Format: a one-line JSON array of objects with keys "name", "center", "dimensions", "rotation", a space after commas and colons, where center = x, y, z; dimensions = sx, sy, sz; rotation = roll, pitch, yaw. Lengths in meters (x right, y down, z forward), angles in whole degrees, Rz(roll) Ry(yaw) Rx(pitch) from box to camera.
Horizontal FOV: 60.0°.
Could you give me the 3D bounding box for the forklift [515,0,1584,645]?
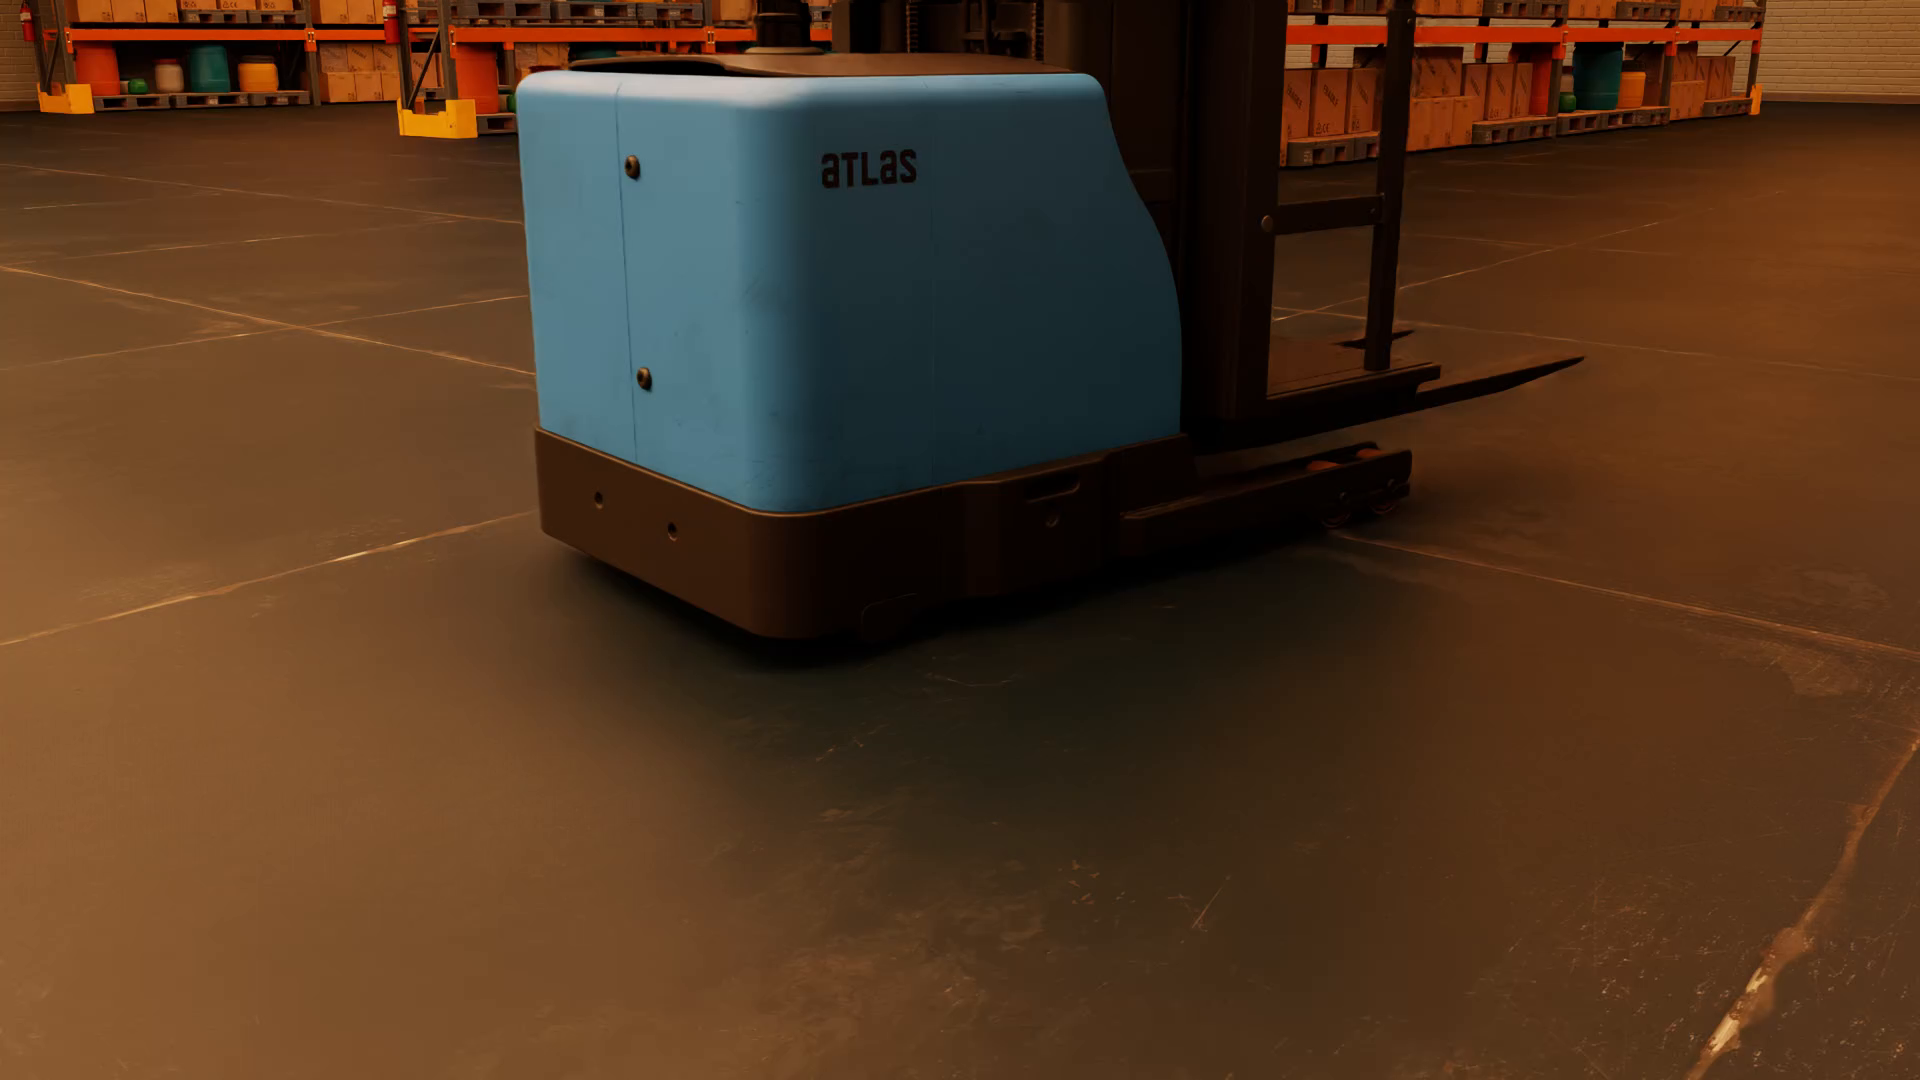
[{"name": "forklift", "center": [0.500, -1.534, 3.951], "dimensions": [3.031, 2.935, 1.130], "rotation": [-14, 22, -38]}]
